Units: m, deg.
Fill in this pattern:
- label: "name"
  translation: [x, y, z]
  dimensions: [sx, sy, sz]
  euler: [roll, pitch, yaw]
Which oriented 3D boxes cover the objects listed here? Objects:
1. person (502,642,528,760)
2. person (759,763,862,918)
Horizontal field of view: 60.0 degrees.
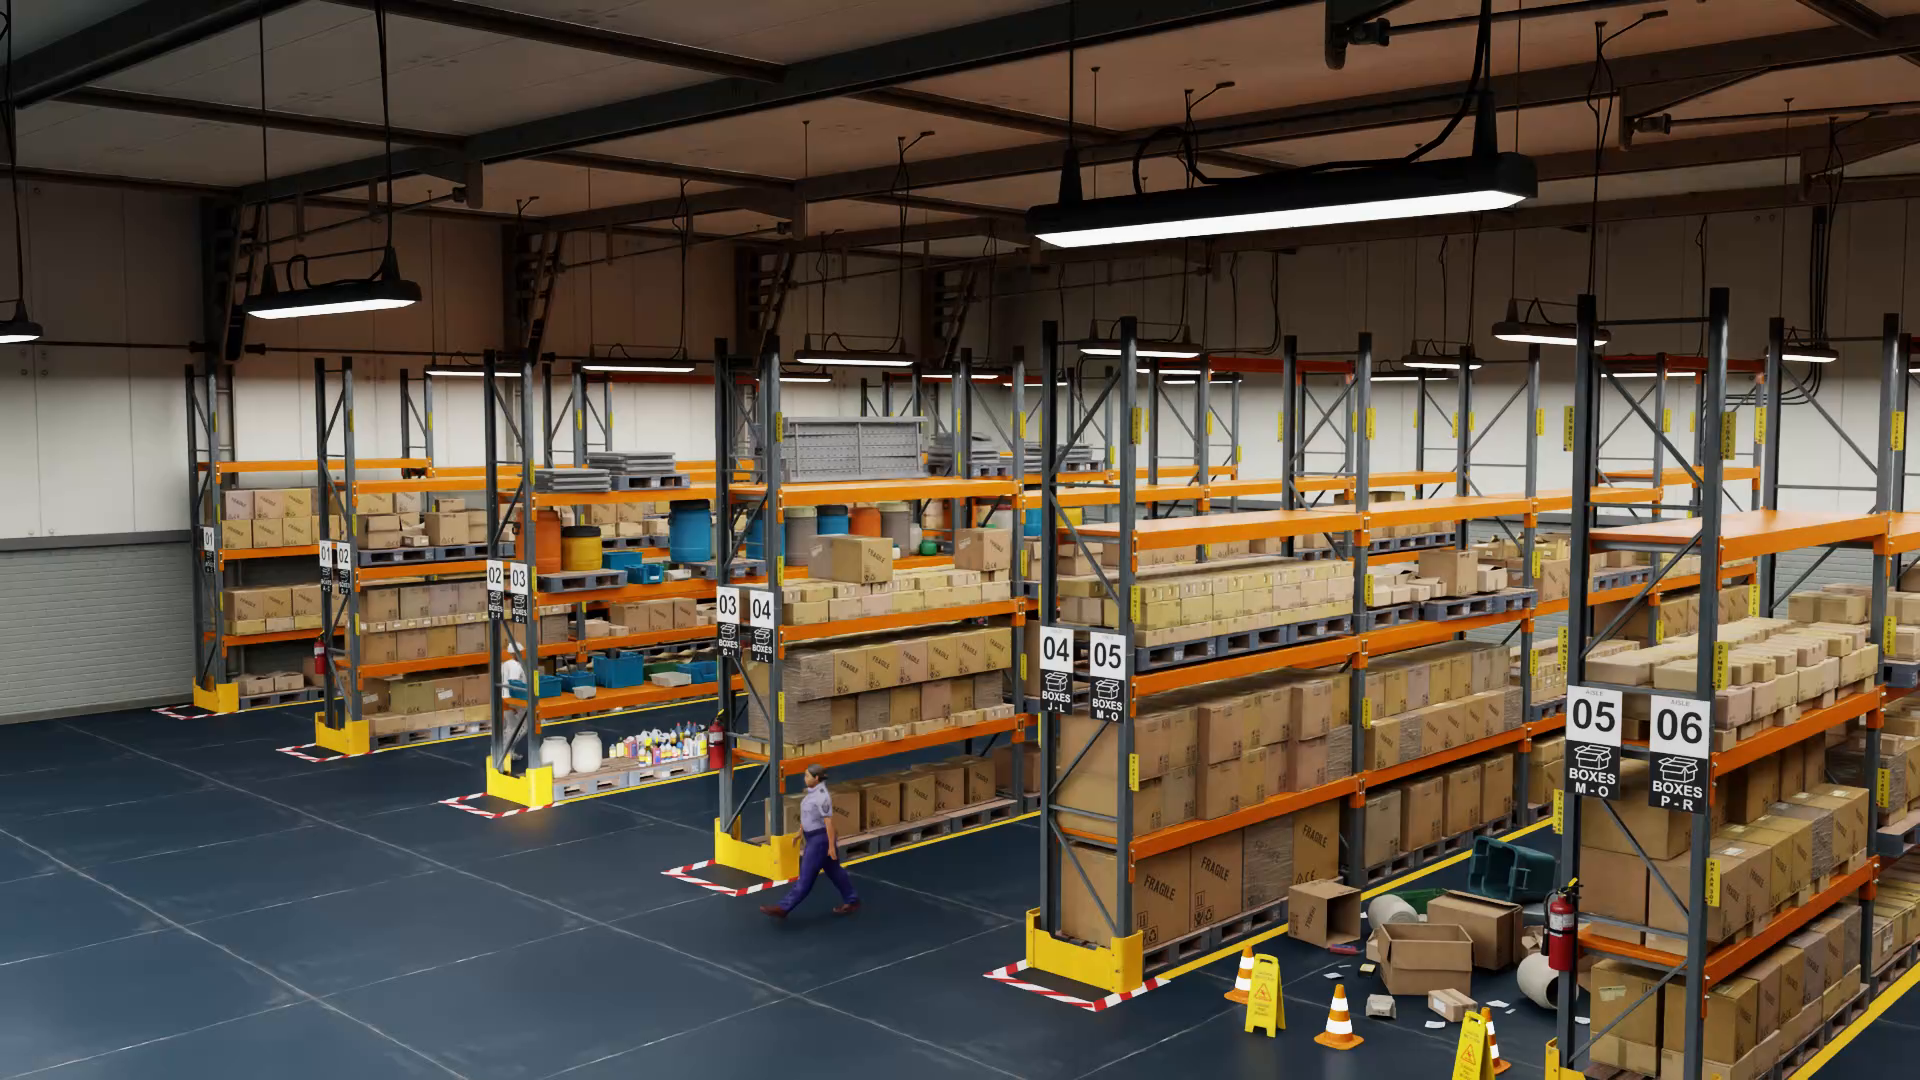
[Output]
- label: "person"
  translation: [-6.635, 2.394, 24.635]
  dimensions: [0.497, 1.755, 0.605]
  euler: [-3, 5, -36]
- label: "person"
  translation: [-1.523, 3.057, 16.956]
  dimensions: [1.060, 1.586, 0.502]
  euler: [-1, 4, -8]
